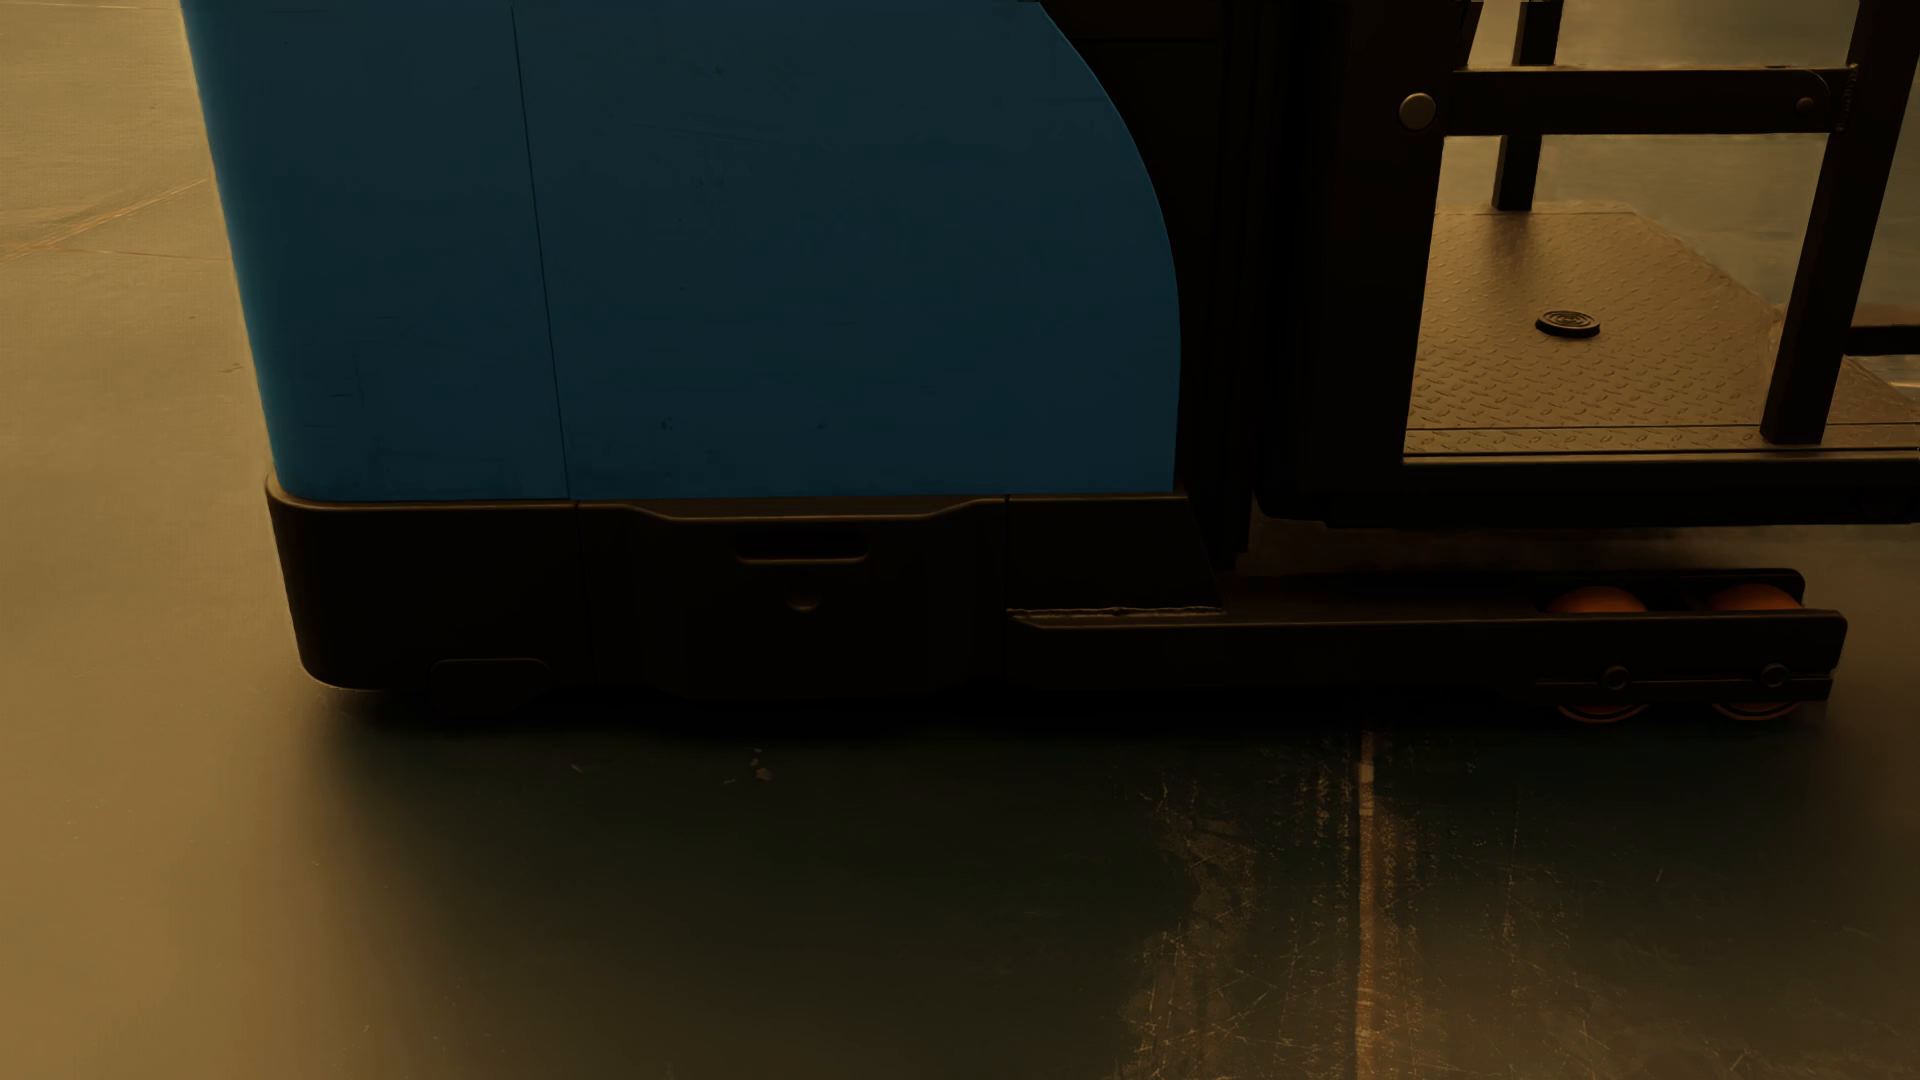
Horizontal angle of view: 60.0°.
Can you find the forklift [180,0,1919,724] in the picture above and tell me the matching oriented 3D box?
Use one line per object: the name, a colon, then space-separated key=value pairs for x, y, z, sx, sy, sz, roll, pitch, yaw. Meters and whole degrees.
forklift: x=0.683 y=-1.321 z=1.865 sx=3.031 sy=2.935 sz=1.130 roll=-1 pitch=27 yaw=-2
